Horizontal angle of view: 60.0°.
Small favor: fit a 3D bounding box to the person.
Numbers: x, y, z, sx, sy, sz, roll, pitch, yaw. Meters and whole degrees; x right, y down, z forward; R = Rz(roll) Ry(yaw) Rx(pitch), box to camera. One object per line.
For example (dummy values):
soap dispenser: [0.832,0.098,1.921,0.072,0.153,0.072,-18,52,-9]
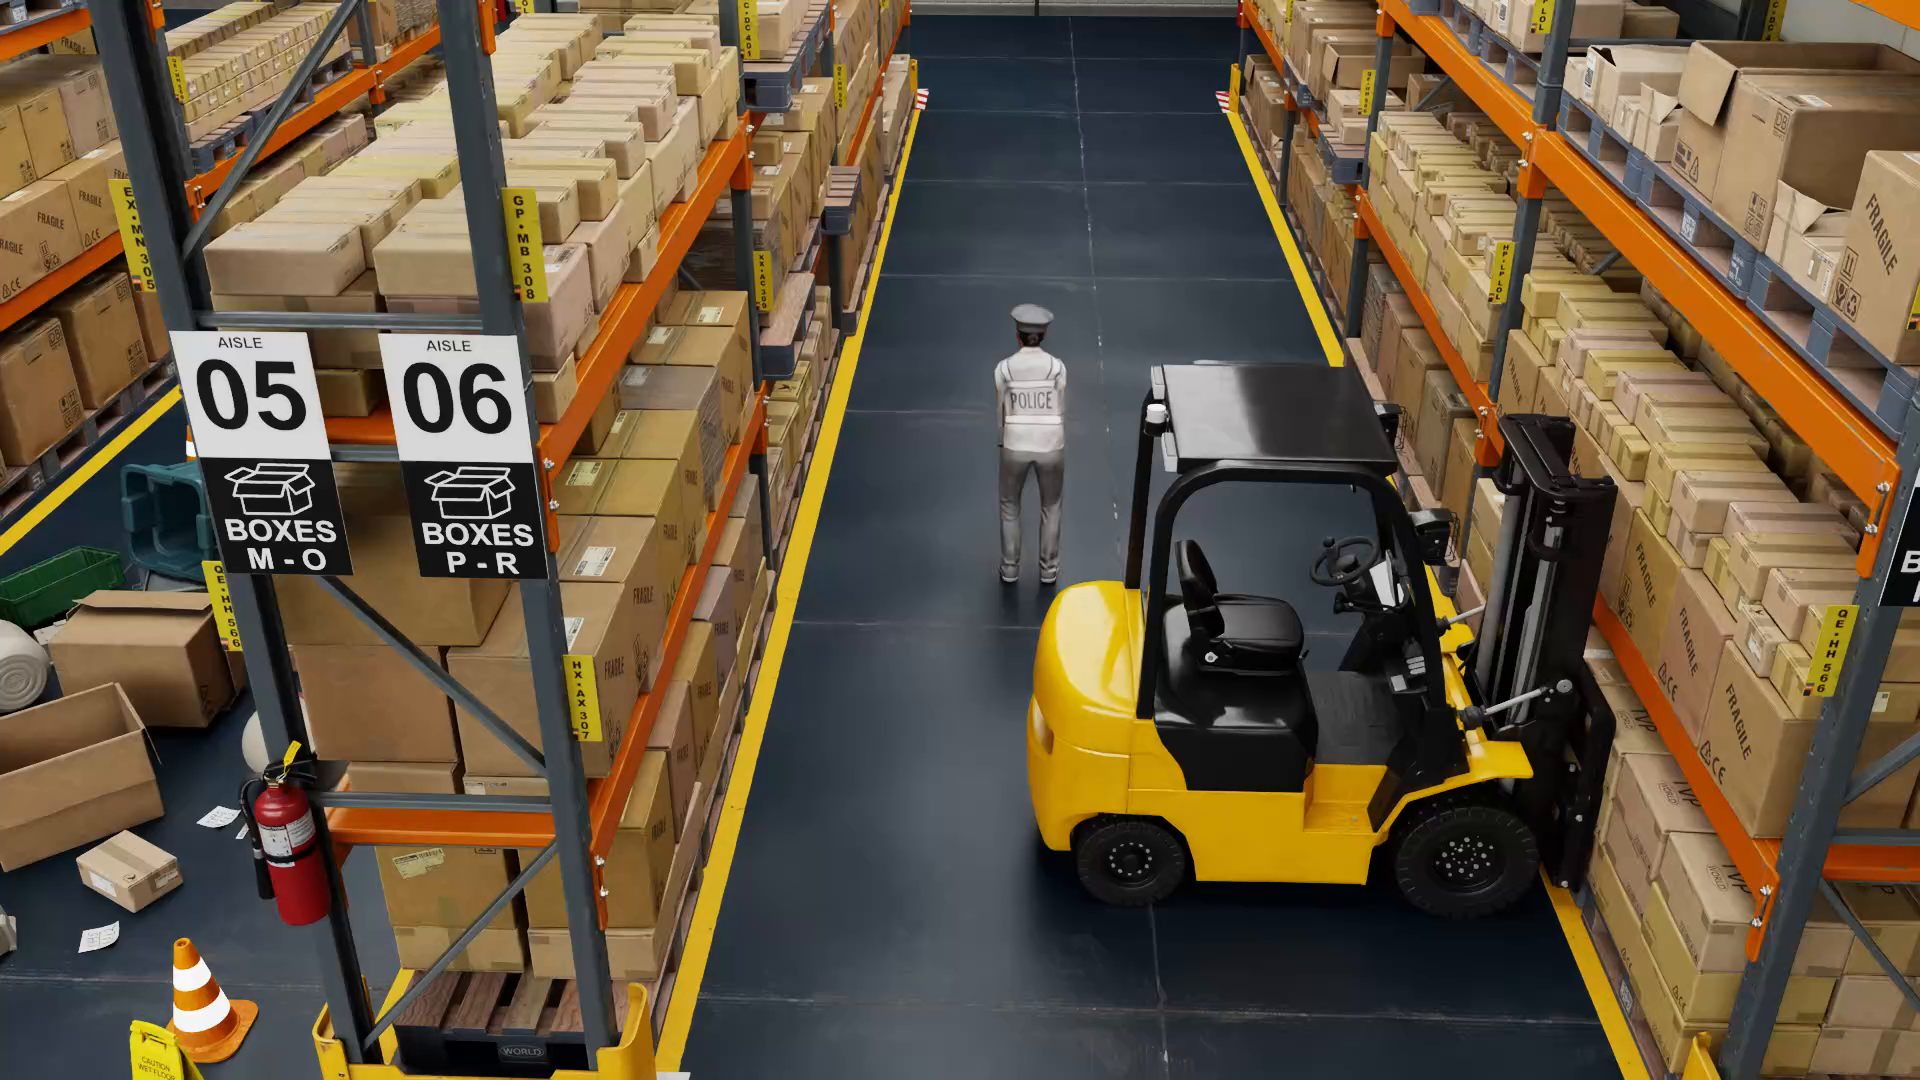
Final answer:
person: [0.389,-0.520,9.592,0.541,1.661,0.375,-1,28,-1]
